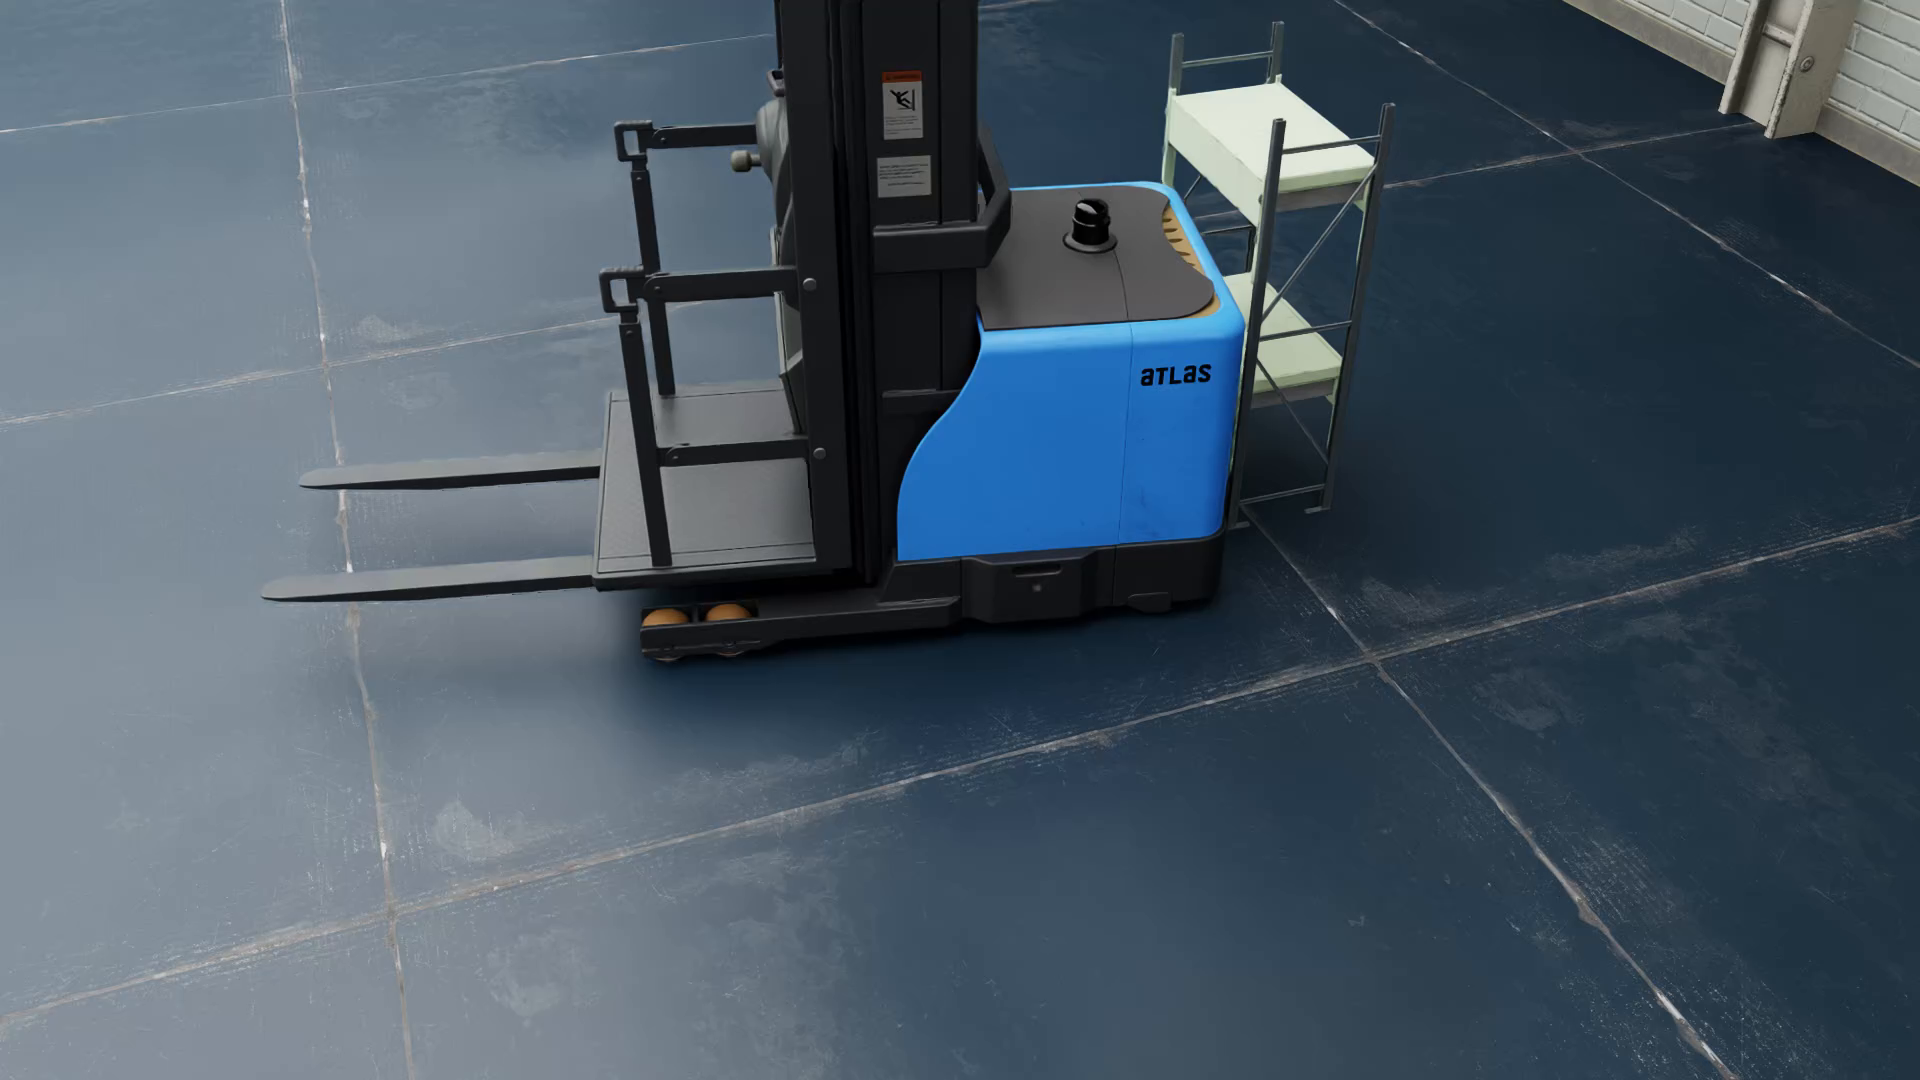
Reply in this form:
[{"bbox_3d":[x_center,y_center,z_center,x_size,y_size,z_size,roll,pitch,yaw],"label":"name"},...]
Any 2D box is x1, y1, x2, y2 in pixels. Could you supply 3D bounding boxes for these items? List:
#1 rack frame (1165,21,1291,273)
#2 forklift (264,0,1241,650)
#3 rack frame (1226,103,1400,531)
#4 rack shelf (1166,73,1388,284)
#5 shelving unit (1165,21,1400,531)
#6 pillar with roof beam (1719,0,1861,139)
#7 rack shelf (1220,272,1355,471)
[{"bbox_3d":[0.908,-1.095,5.957,0.400,1.500,0.023,-11,38,-14],"label":"rack frame"},{"bbox_3d":[-0.708,-1.151,4.842,3.031,2.935,1.130,-2,37,-3],"label":"forklift"},{"bbox_3d":[1.126,-0.674,5.398,0.400,1.500,0.023,-11,38,-14],"label":"rack frame"},{"bbox_3d":[1.017,-1.196,5.443,0.431,0.370,0.720,-11,38,-14],"label":"rack shelf"},{"bbox_3d":[1.017,-0.884,5.678,0.431,1.500,0.755,-11,38,-14],"label":"shelving unit"},{"bbox_3d":[0.159,-4.886,4.758,9.100,9.000,0.400,-12,39,-16],"label":"pillar with roof beam"},{"bbox_3d":[1.017,-0.624,5.874,0.431,0.370,0.720,-11,38,-14],"label":"rack shelf"}]
